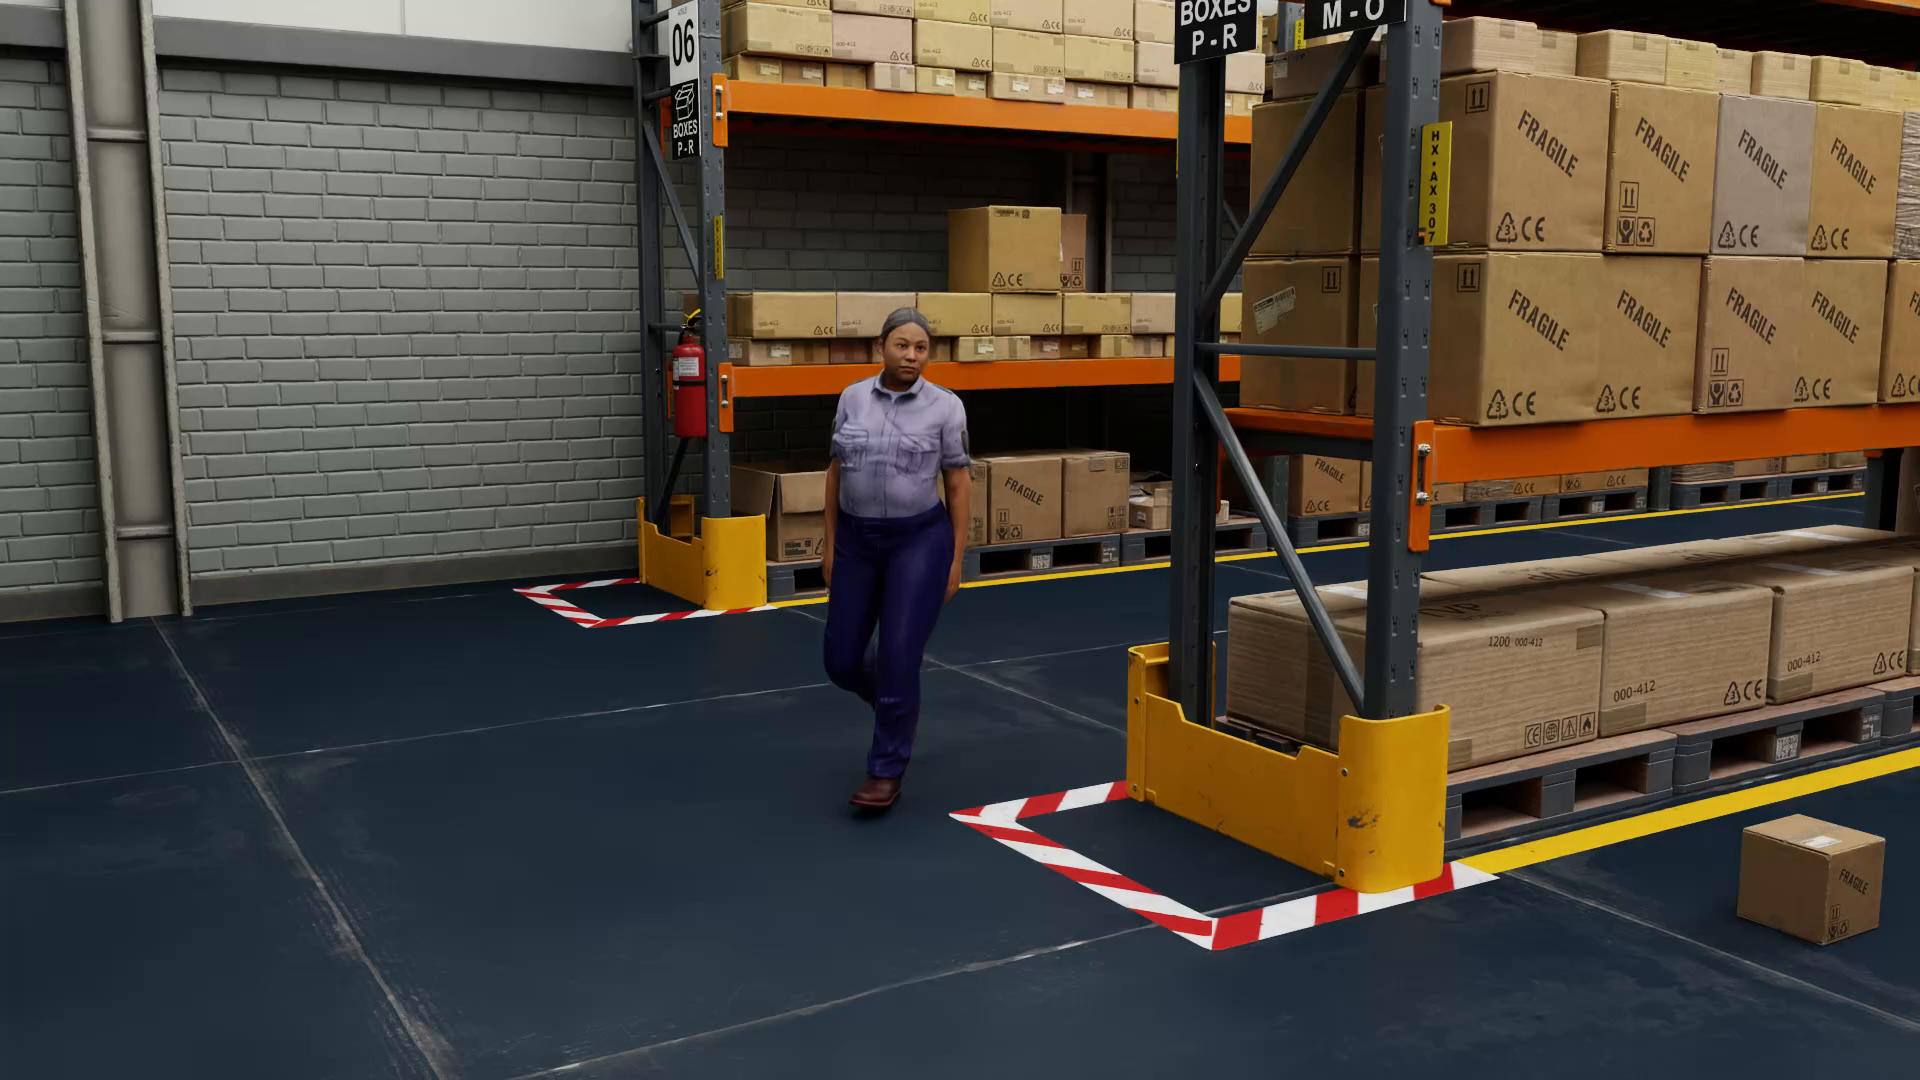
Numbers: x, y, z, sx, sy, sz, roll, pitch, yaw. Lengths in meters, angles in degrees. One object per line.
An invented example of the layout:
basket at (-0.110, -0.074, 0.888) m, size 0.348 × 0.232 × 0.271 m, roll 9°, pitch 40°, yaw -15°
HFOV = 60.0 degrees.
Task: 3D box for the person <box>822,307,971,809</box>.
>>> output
person at (-0.209, 0.039, 5.568) m, size 0.495 × 1.624 × 0.703 m, roll 3°, pitch 9°, yaw 17°
